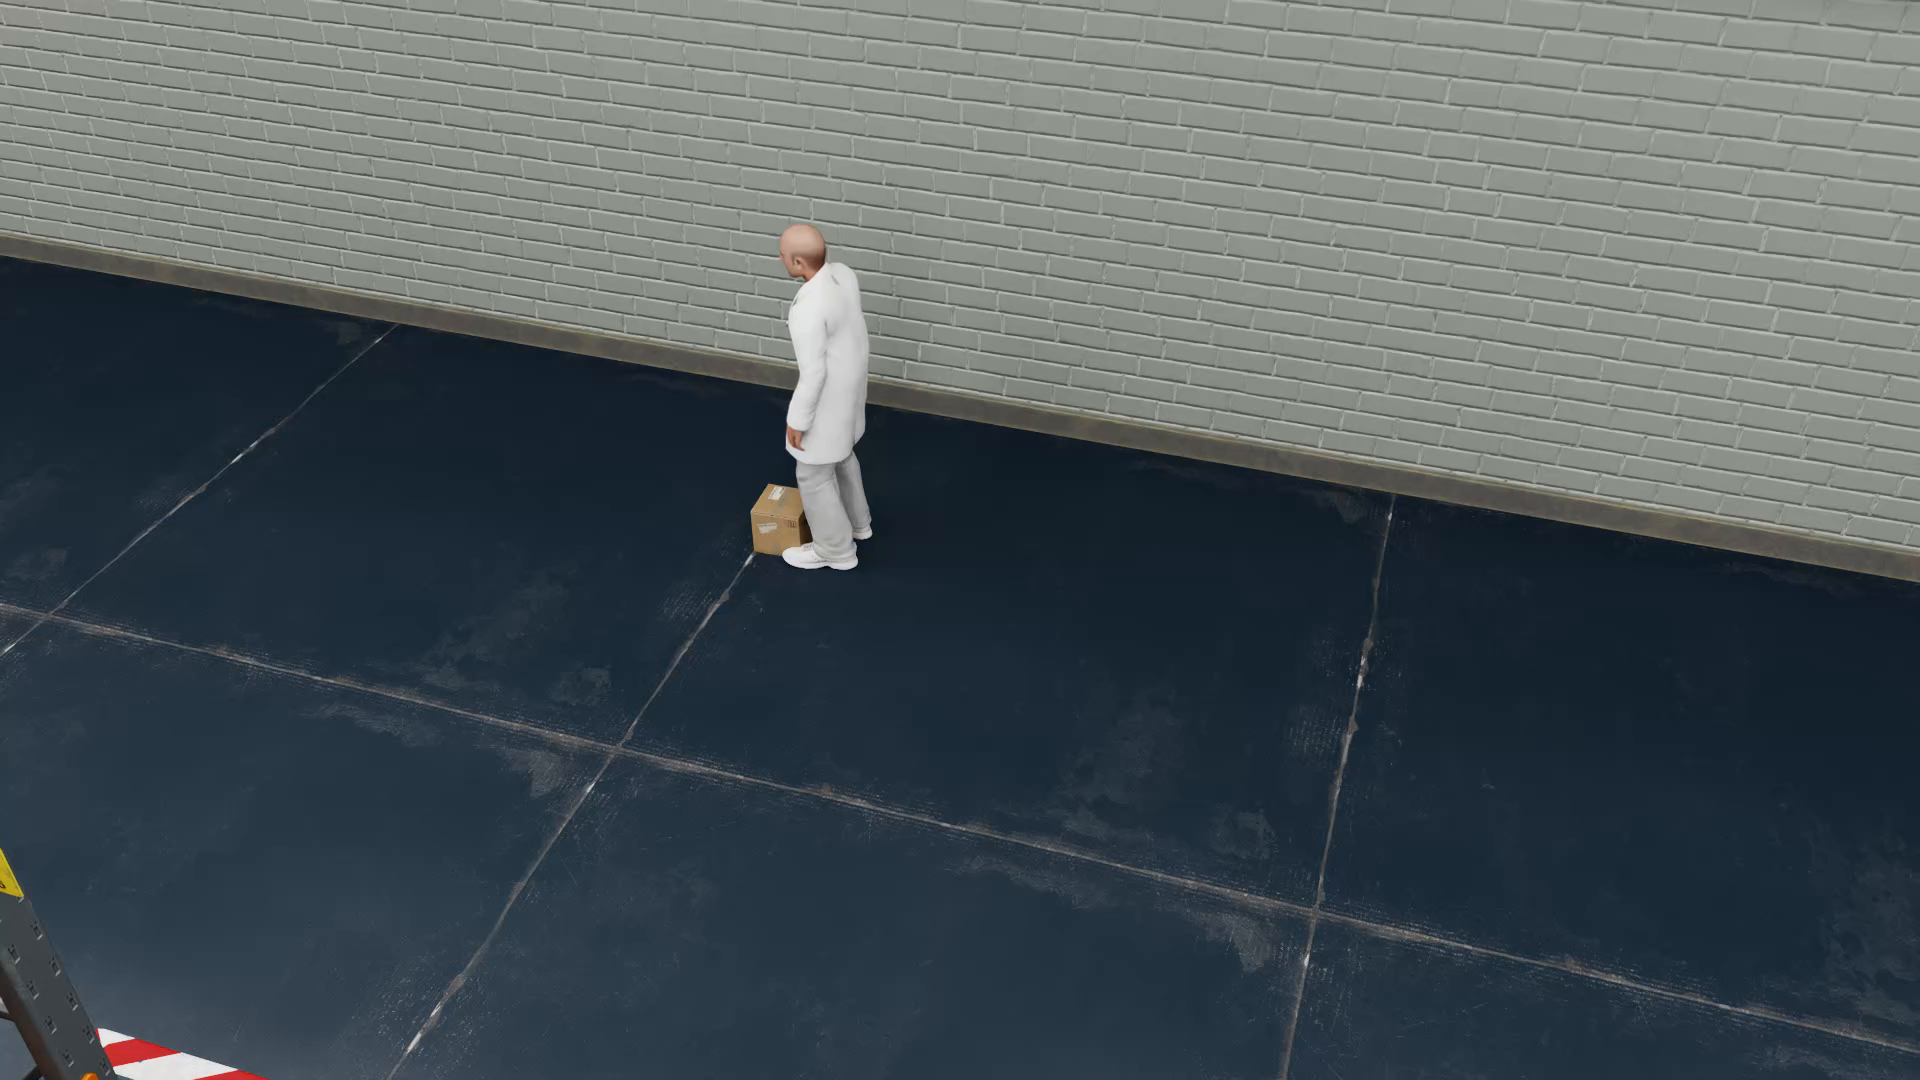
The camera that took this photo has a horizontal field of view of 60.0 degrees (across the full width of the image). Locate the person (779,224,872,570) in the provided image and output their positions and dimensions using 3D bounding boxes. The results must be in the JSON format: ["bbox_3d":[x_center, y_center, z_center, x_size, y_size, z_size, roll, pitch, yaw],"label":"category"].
[{"bbox_3d":[-0.639,-0.665,7.802,0.421,1.774,0.642,11,38,14],"label":"person"}]
